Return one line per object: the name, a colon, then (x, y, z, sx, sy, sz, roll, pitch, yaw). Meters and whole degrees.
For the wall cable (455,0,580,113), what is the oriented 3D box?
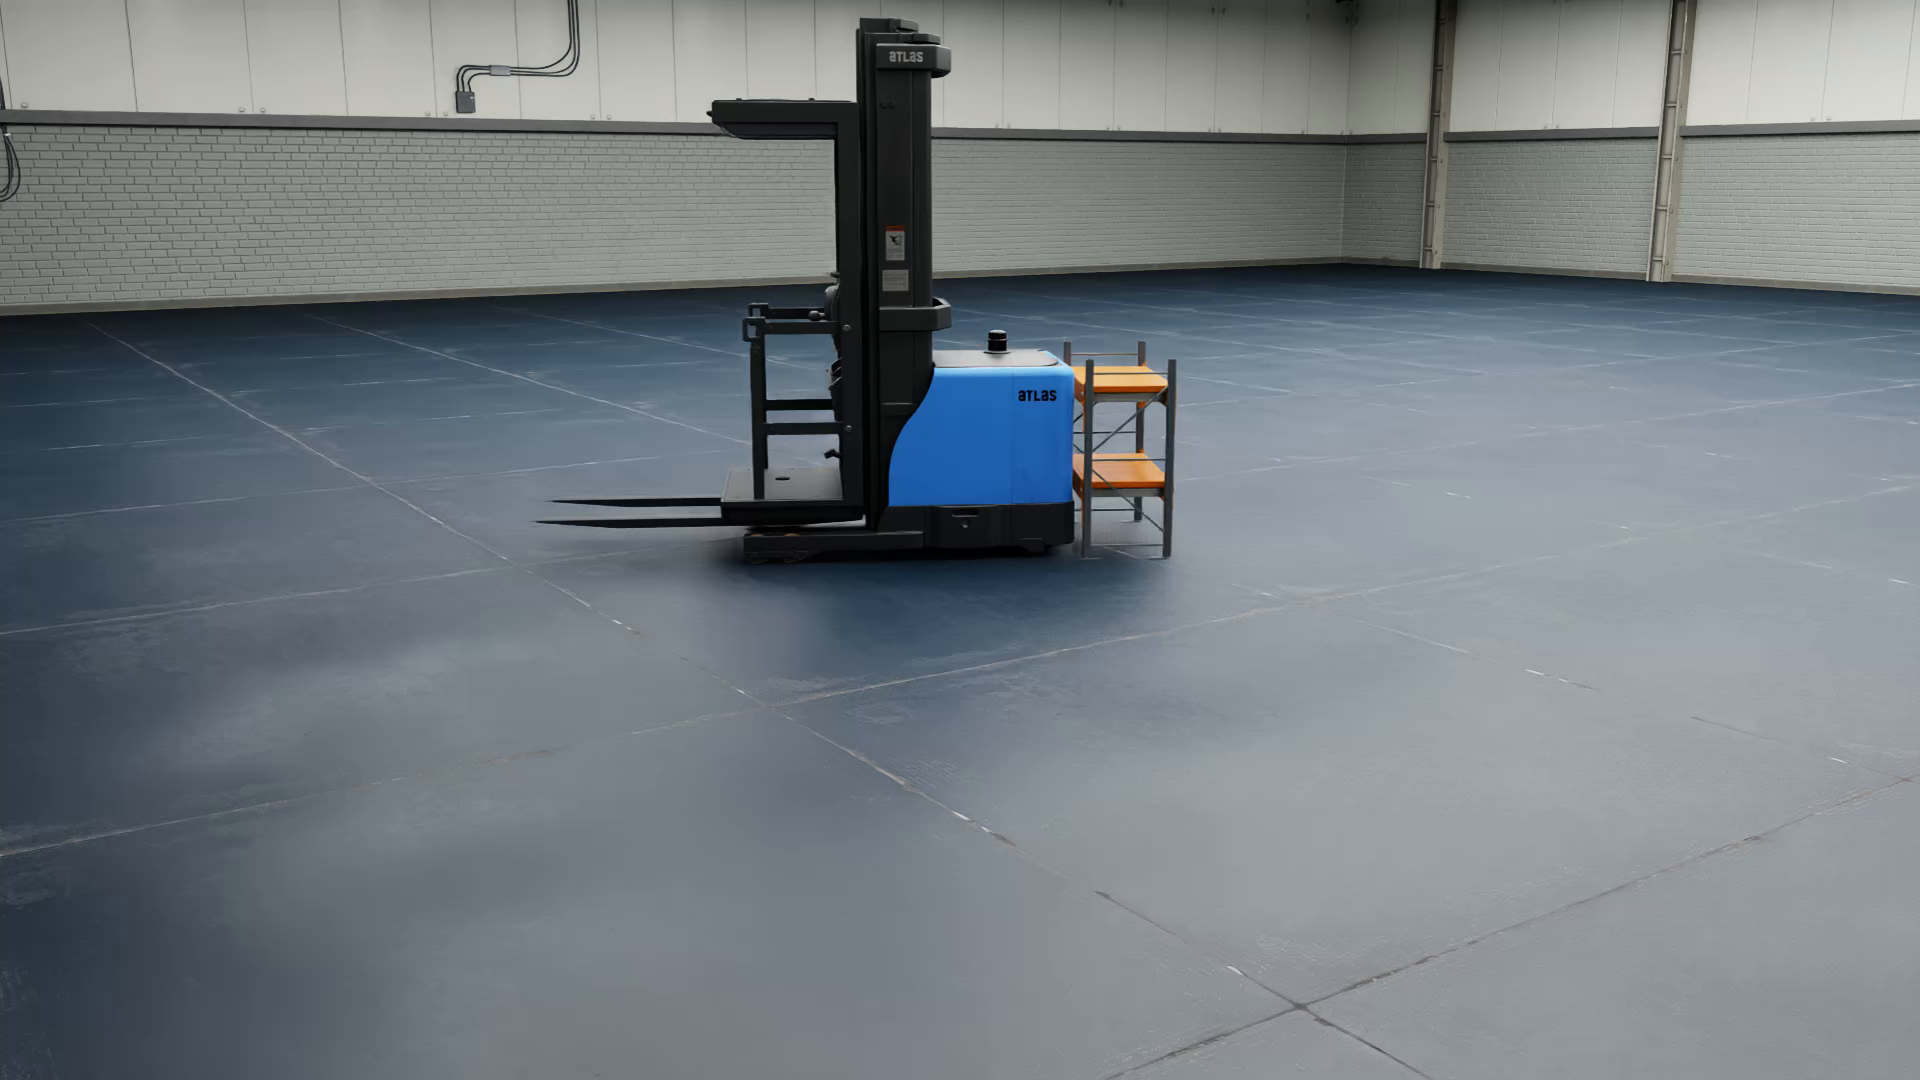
wall cable: (-7.790, -10.522, 28.952, 2.305, 6.003, 0.169, -8, 15, -33)

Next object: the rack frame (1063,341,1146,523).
rack frame: (0.882, -0.660, 10.249, 0.500, 1.125, 0.032, -1, 12, -3)

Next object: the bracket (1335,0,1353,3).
bracket: (9.214, -12.999, 39.816, 0.235, 0.232, 0.430, -8, 15, -33)

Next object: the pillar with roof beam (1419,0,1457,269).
pillar with roof beam: (7.469, -10.278, 35.798, 9.100, 9.000, 0.548, -8, 15, -33)

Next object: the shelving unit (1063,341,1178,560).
shelving unit: (0.911, -0.552, 9.753, 0.538, 1.125, 1.048, -1, 12, -3)

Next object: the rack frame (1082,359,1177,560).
rack frame: (0.940, -0.444, 9.257, 0.500, 1.125, 0.032, -1, 12, -3)

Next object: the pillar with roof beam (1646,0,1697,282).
pillar with roof beam: (10.793, -9.211, 30.918, 9.100, 9.000, 0.400, -8, 15, -33)

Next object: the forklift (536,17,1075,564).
forklift: (-0.895, -1.418, 9.485, 3.031, 2.935, 1.130, -1, 12, -5)

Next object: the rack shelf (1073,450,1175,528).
rack shelf: (0.911, -0.313, 9.805, 0.538, 0.278, 1.000, -1, 12, -3)

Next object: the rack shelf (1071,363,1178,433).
rack shelf: (0.911, -0.838, 9.690, 0.538, 0.278, 1.000, -1, 12, -3)

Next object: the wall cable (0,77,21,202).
wall cable: (-15.702, -6.223, 24.522, 3.097, 2.526, 0.112, -8, 15, -33)
